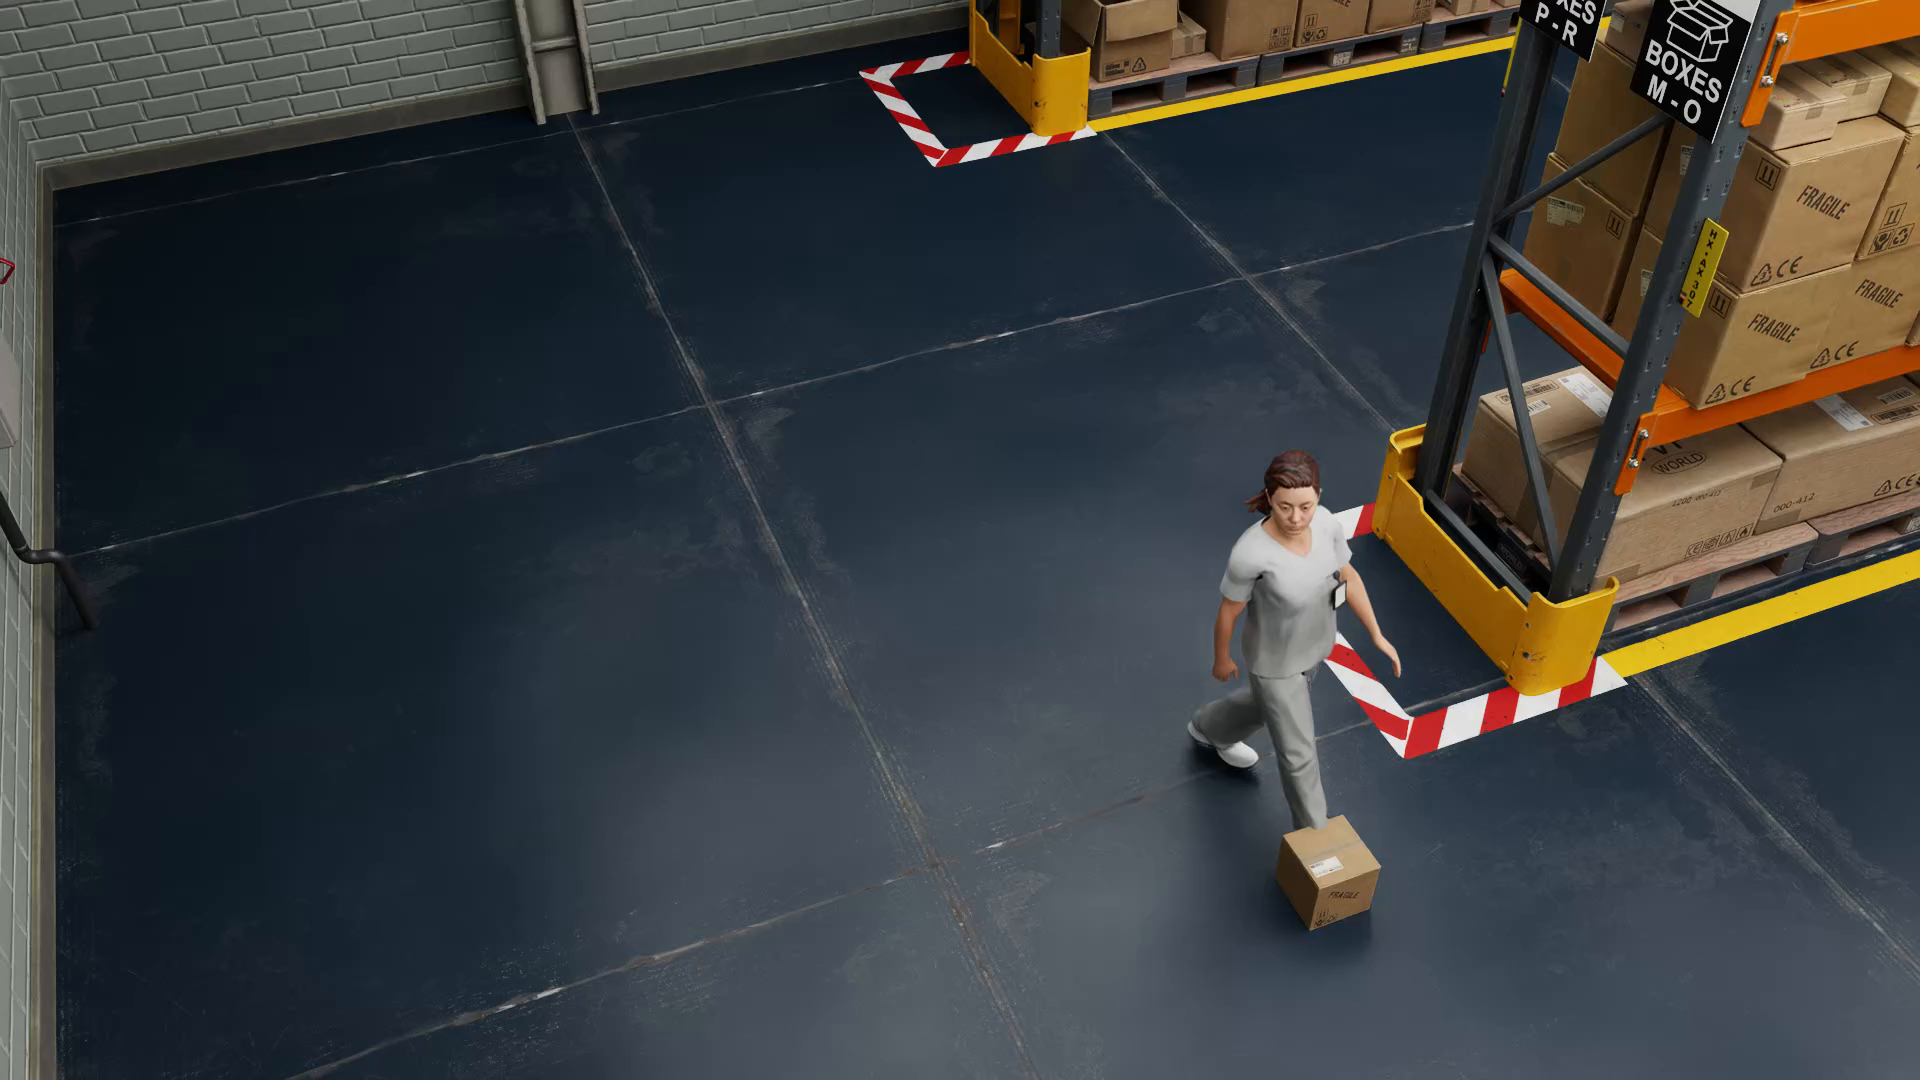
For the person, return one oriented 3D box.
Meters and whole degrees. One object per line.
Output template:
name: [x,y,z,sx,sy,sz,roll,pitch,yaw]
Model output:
person: [1.177,0.415,5.715,0.498,1.618,0.946,-25,47,-25]
